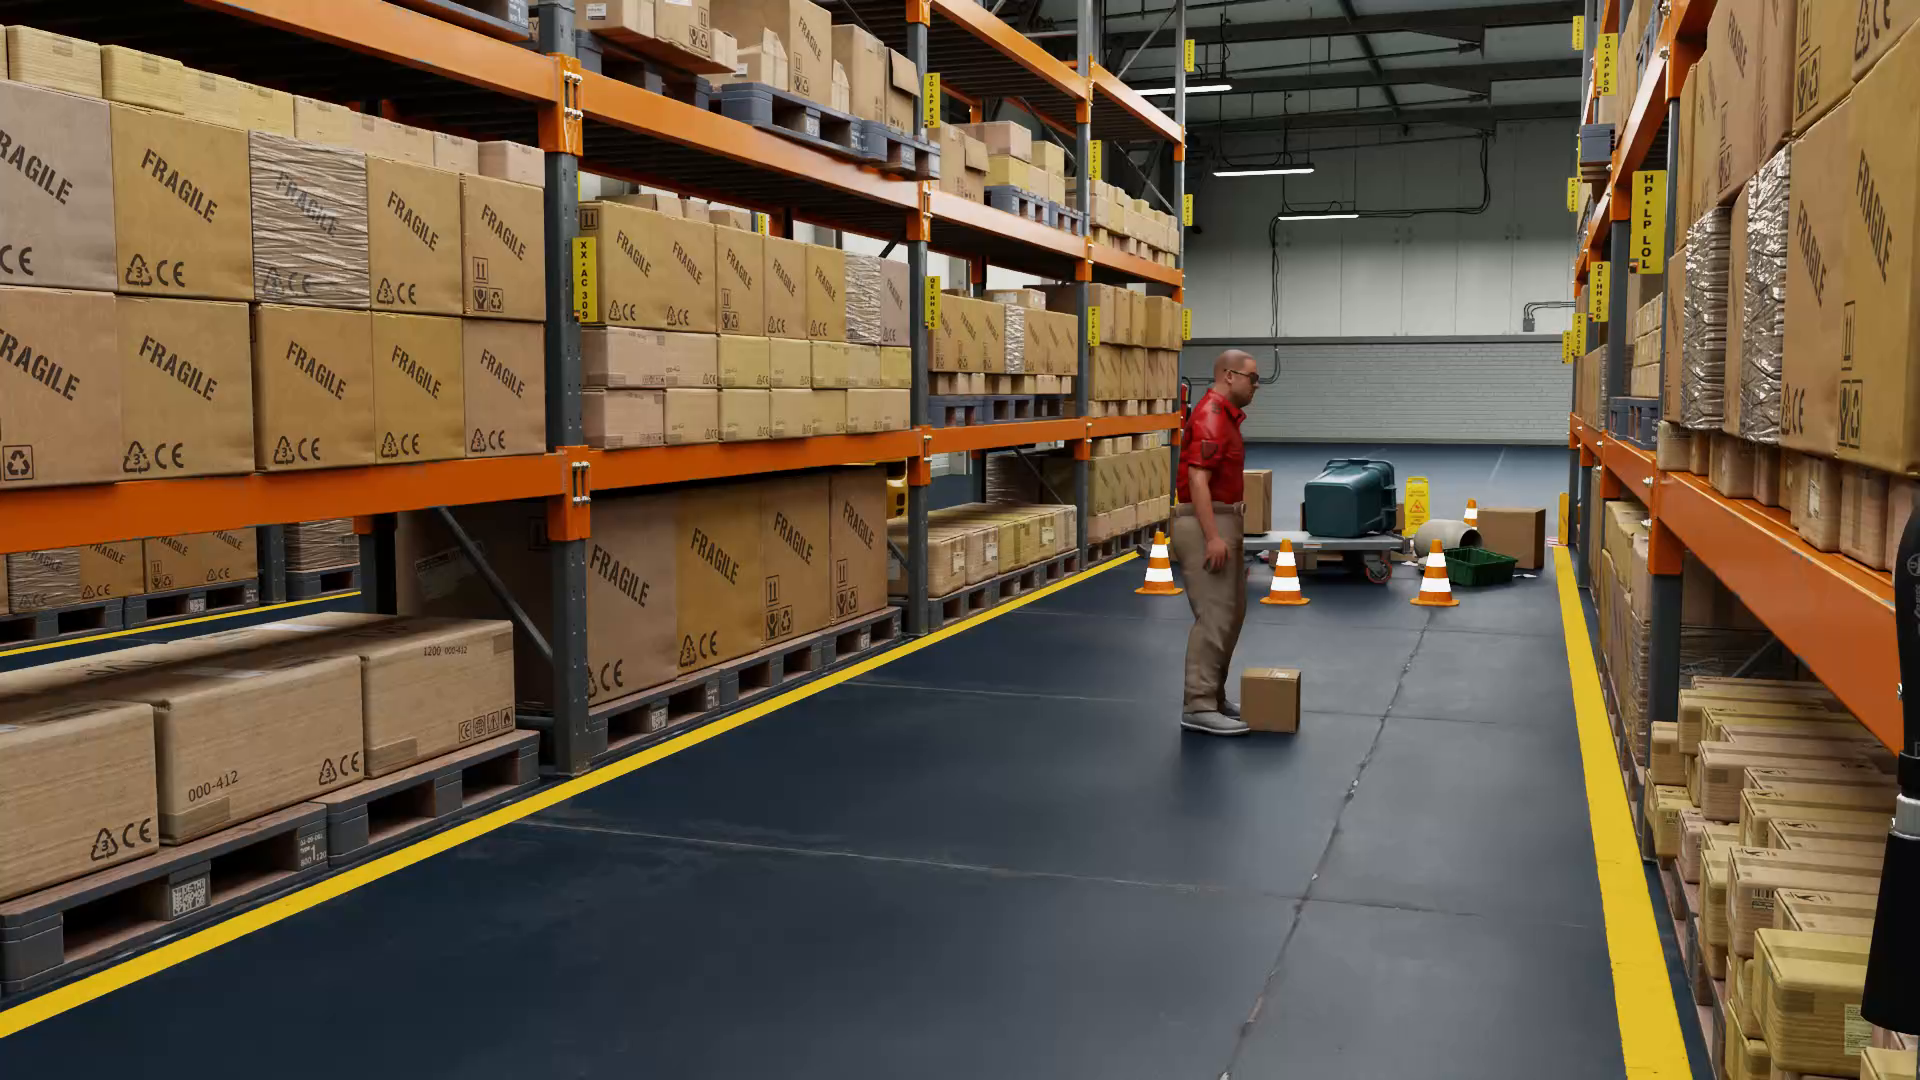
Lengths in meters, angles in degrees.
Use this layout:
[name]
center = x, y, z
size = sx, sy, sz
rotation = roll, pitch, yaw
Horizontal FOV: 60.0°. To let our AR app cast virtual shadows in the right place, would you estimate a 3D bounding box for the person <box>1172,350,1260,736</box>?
[person]
center = 1.187, -0.008, 7.655
size = 0.390, 1.727, 0.585
rotation = 2, 5, 18
